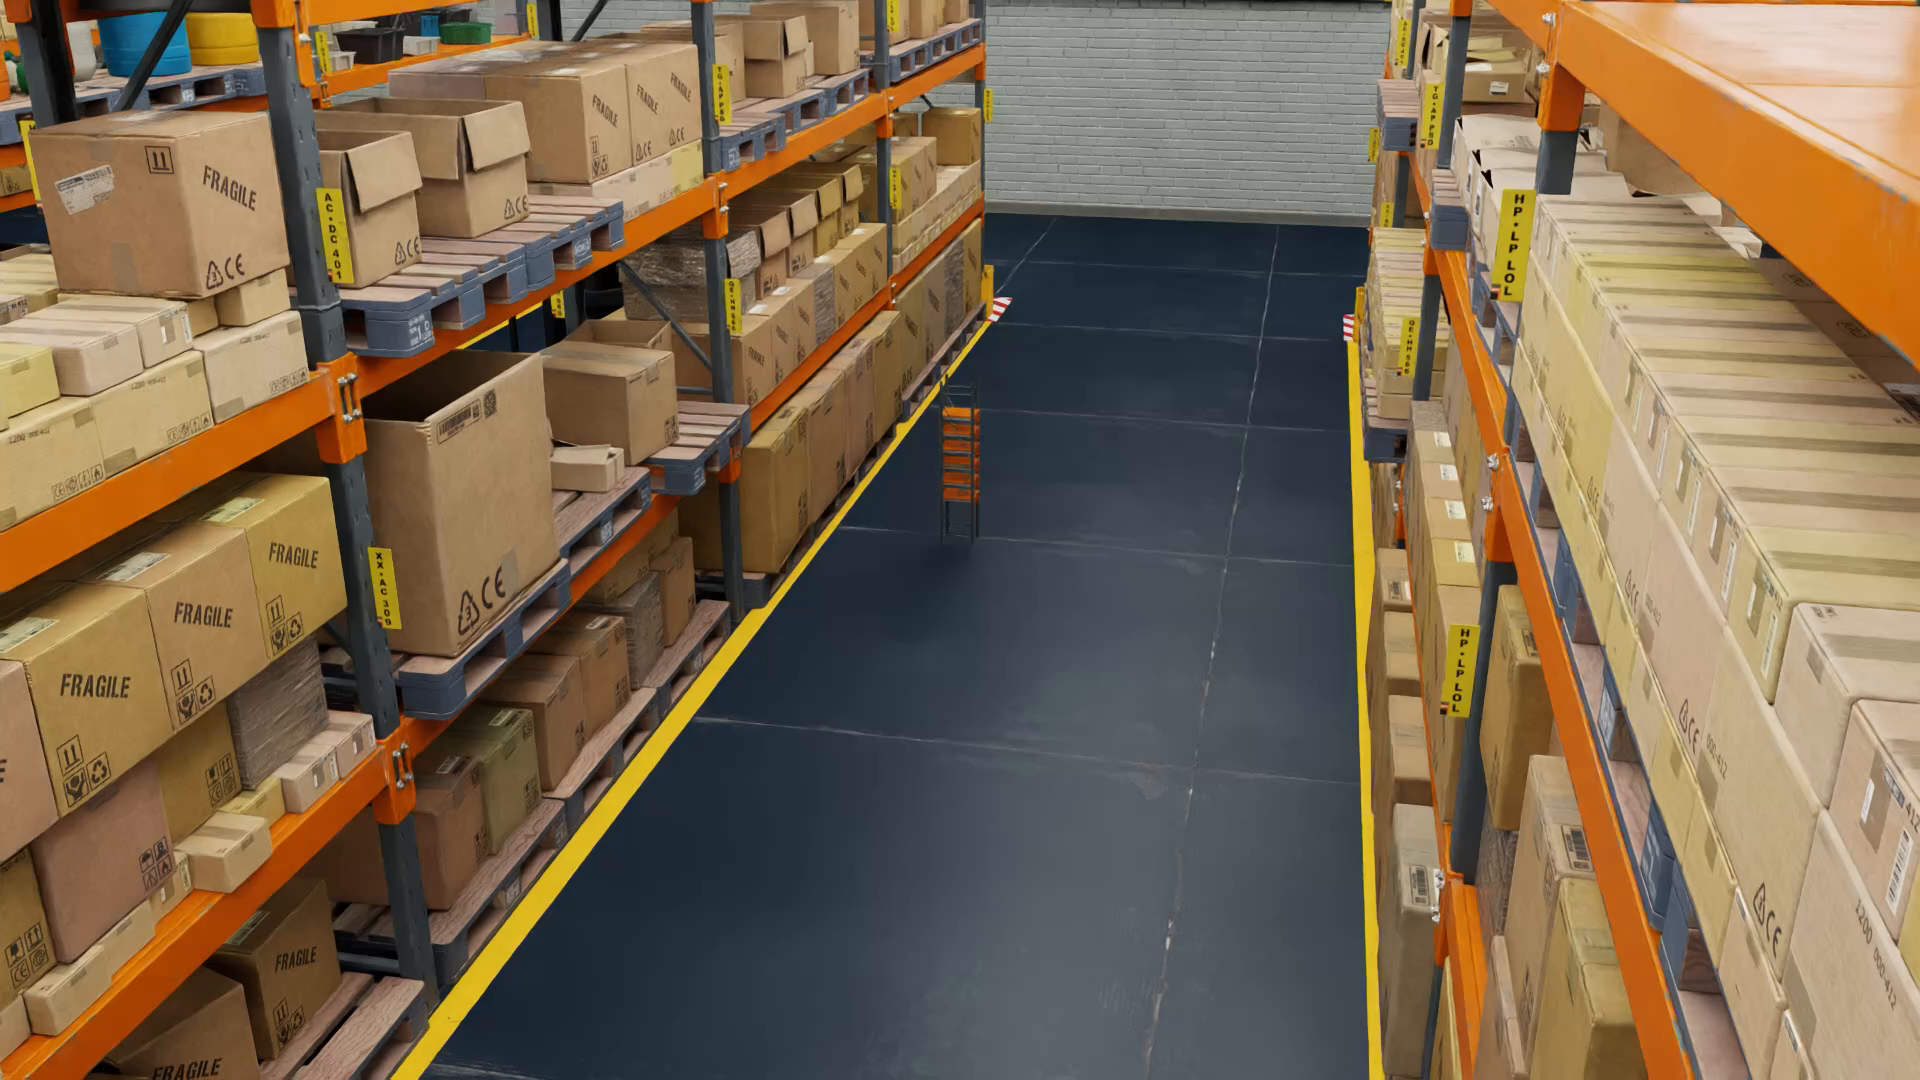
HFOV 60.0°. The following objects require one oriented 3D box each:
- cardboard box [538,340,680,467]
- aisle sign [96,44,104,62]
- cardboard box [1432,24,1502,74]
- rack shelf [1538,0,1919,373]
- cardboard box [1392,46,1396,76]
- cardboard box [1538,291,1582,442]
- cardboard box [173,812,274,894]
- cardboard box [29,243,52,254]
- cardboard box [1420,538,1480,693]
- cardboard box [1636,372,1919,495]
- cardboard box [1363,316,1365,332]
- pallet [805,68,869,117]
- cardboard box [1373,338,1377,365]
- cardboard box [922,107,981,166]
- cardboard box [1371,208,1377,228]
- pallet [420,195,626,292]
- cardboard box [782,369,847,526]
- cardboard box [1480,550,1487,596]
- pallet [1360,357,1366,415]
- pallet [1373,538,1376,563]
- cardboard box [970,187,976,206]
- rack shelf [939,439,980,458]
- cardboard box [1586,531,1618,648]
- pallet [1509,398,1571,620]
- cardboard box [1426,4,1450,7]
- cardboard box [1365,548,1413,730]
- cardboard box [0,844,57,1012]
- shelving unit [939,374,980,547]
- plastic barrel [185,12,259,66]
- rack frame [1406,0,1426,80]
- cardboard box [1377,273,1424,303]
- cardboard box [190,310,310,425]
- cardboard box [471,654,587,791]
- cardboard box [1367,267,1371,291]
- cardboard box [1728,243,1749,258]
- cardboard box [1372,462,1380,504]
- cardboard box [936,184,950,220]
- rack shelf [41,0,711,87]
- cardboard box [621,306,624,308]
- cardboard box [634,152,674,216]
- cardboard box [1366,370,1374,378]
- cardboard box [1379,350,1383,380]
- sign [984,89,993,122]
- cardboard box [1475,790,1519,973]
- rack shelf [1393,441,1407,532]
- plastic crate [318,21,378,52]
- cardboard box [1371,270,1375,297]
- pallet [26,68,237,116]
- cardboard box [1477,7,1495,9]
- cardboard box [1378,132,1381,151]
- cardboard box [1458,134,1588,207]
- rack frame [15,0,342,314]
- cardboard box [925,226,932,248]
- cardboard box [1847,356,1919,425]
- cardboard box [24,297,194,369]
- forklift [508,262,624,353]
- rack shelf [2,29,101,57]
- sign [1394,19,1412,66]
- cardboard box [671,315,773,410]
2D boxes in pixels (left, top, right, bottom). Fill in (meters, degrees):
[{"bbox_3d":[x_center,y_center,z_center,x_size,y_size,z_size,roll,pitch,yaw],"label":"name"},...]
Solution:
[{"bbox_3d":[-1.962,-0.747,8.998,0.700,0.500,0.500,8,23,19],"label":"cardboard box"},{"bbox_3d":[-9.626,-5.808,18.780,0.394,0.787,0.004,4,22,11],"label":"aisle sign"},{"bbox_3d":[3.031,-2.936,9.954,0.396,0.266,0.258,4,22,11],"label":"cardboard box"},{"bbox_3d":[1.736,-0.573,2.728,1.077,0.370,4.000,4,22,11],"label":"rack shelf"},{"bbox_3d":[3.931,-4.037,14.047,0.500,0.250,0.500,4,22,11],"label":"cardboard box"},{"bbox_3d":[1.669,-0.399,3.921,0.500,0.250,0.500,4,22,10],"label":"cardboard box"},{"bbox_3d":[-2.559,1.040,5.593,0.380,0.149,0.250,4,22,11],"label":"cardboard box"},{"bbox_3d":[-10.430,-3.169,18.799,0.500,0.250,0.500,4,22,11],"label":"cardboard box"},{"bbox_3d":[2.195,0.332,6.879,0.500,0.500,0.500,5,22,11],"label":"cardboard box"},{"bbox_3d":[1.376,-0.170,2.819,0.380,0.149,0.250,5,22,11],"label":"cardboard box"},{"bbox_3d":[4.172,-2.134,16.392,0.380,0.149,0.250,5,22,12],"label":"cardboard box"},{"bbox_3d":[-1.197,-3.345,12.384,0.805,0.209,1.217,4,22,9],"label":"pallet"},{"bbox_3d":[2.823,-1.171,10.521,0.380,0.149,0.250,3,22,9],"label":"cardboard box"},{"bbox_3d":[-0.084,-4.062,16.723,0.500,0.500,0.500,5,22,12],"label":"cardboard box"},{"bbox_3d":[4.087,-3.029,15.694,0.380,0.149,0.250,4,22,9],"label":"cardboard box"},{"bbox_3d":[-2.252,-1.357,7.444,1.213,0.211,1.003,4,22,11],"label":"pallet"},{"bbox_3d":[-1.524,-0.704,11.868,1.225,0.875,0.875,5,22,11],"label":"cardboard box"},{"bbox_3d":[2.343,0.079,6.170,0.700,0.500,0.500,4,22,10],"label":"cardboard box"},{"bbox_3d":[4.126,-1.369,14.969,1.003,0.211,1.213,4,22,11],"label":"pallet"},{"bbox_3d":[3.372,0.060,11.423,1.003,0.211,1.213,4,22,11],"label":"pallet"},{"bbox_3d":[-0.044,-3.477,16.808,0.380,0.149,0.250,5,22,11],"label":"cardboard box"},{"bbox_3d":[-0.003,-0.621,11.588,0.258,0.103,0.180,4,22,11],"label":"rack shelf"},{"bbox_3d":[1.427,0.107,3.198,0.380,0.149,0.250,5,22,12],"label":"cardboard box"},{"bbox_3d":[1.967,-0.092,4.171,1.003,0.211,1.213,4,22,11],"label":"pallet"},{"bbox_3d":[3.795,-4.117,13.044,0.380,0.149,0.250,5,23,13],"label":"cardboard box"},{"bbox_3d":[2.748,0.561,8.894,1.050,0.750,0.750,4,22,10],"label":"cardboard box"},{"bbox_3d":[-3.126,1.070,4.648,0.875,0.500,0.500,4,22,11],"label":"cardboard box"},{"bbox_3d":[-0.003,-0.551,11.616,0.258,1.200,0.189,4,22,11],"label":"shelving unit"},{"bbox_3d":[-5.895,-4.083,13.147,0.600,0.588,0.600,0,22,0],"label":"plastic barrel"},{"bbox_3d":[3.777,-4.749,11.600,1.000,3.000,0.127,4,22,11],"label":"rack frame"},{"bbox_3d":[2.932,-1.640,10.887,0.380,0.149,0.250,5,23,13],"label":"cardboard box"},{"bbox_3d":[-2.528,-0.591,5.491,0.500,0.250,0.500,5,23,13],"label":"cardboard box"},{"bbox_3d":[-2.315,0.899,8.362,0.700,0.500,0.500,3,22,6],"label":"cardboard box"},{"bbox_3d":[3.246,-1.935,12.418,0.380,0.149,0.250,3,22,8],"label":"cardboard box"},{"bbox_3d":[2.599,-0.917,5.740,0.250,0.149,0.380,4,22,11],"label":"cardboard box"},{"bbox_3d":[3.260,-0.558,12.007,0.500,0.500,0.500,5,23,13],"label":"cardboard box"},{"bbox_3d":[-0.391,-3.153,15.469,0.500,0.250,0.500,4,22,11],"label":"cardboard box"},{"bbox_3d":[-2.283,-2.450,7.391,1.077,0.370,4.000,4,22,11],"label":"rack shelf"},{"bbox_3d":[-1.909,-1.346,11.047,0.500,0.500,0.500,4,22,10],"label":"cardboard box"},{"bbox_3d":[-1.820,-1.865,8.655,0.500,0.250,0.500,4,22,11],"label":"cardboard box"},{"bbox_3d":[3.610,-1.315,13.960,0.380,0.149,0.250,4,22,9],"label":"cardboard box"},{"bbox_3d":[2.668,-1.033,9.778,0.380,0.149,0.250,5,23,13],"label":"cardboard box"},{"bbox_3d":[0.286,-4.445,17.007,0.100,0.325,0.005,4,22,11],"label":"sign"},{"bbox_3d":[2.081,1.026,5.090,0.875,0.550,0.550,4,22,11],"label":"cardboard box"},{"bbox_3d":[3.368,-0.901,11.039,1.077,0.370,4.000,4,22,11],"label":"rack shelf"},{"bbox_3d":[-5.845,-4.771,15.828,0.437,0.282,0.530,4,22,11],"label":"plastic crate"},{"bbox_3d":[3.090,-1.789,11.656,0.380,0.149,0.250,4,22,9],"label":"cardboard box"},{"bbox_3d":[-6.200,-3.353,12.403,1.003,0.211,1.213,4,22,11],"label":"pallet"},{"bbox_3d":[4.157,-3.986,12.718,0.380,0.149,0.250,4,22,10],"label":"cardboard box"},{"bbox_3d":[4.241,-3.933,15.734,0.500,0.500,0.500,4,22,11],"label":"cardboard box"},{"bbox_3d":[2.495,-1.635,7.388,0.500,0.250,0.500,5,22,12],"label":"cardboard box"},{"bbox_3d":[-2.691,-2.238,5.366,1.000,3.000,0.127,4,22,11],"label":"rack frame"},{"bbox_3d":[-0.462,-2.730,14.953,0.380,0.149,0.250,4,22,10],"label":"cardboard box"},{"bbox_3d":[2.088,-0.174,3.362,0.500,0.250,0.500,4,22,10],"label":"cardboard box"},{"bbox_3d":[-2.585,-0.632,5.060,0.380,0.149,0.250,3,22,8],"label":"cardboard box"},{"bbox_3d":[-3.131,-2.275,13.579,3.031,2.935,1.130,16,27,35],"label":"forklift"},{"bbox_3d":[-10.347,-4.927,17.020,1.077,0.370,4.000,4,22,11],"label":"rack shelf"},{"bbox_3d":[3.244,-3.636,12.159,0.100,0.325,0.005,4,22,11],"label":"sign"},{"bbox_3d":[-1.509,-1.122,10.490,0.500,0.500,0.500,5,22,12],"label":"cardboard box"}]
